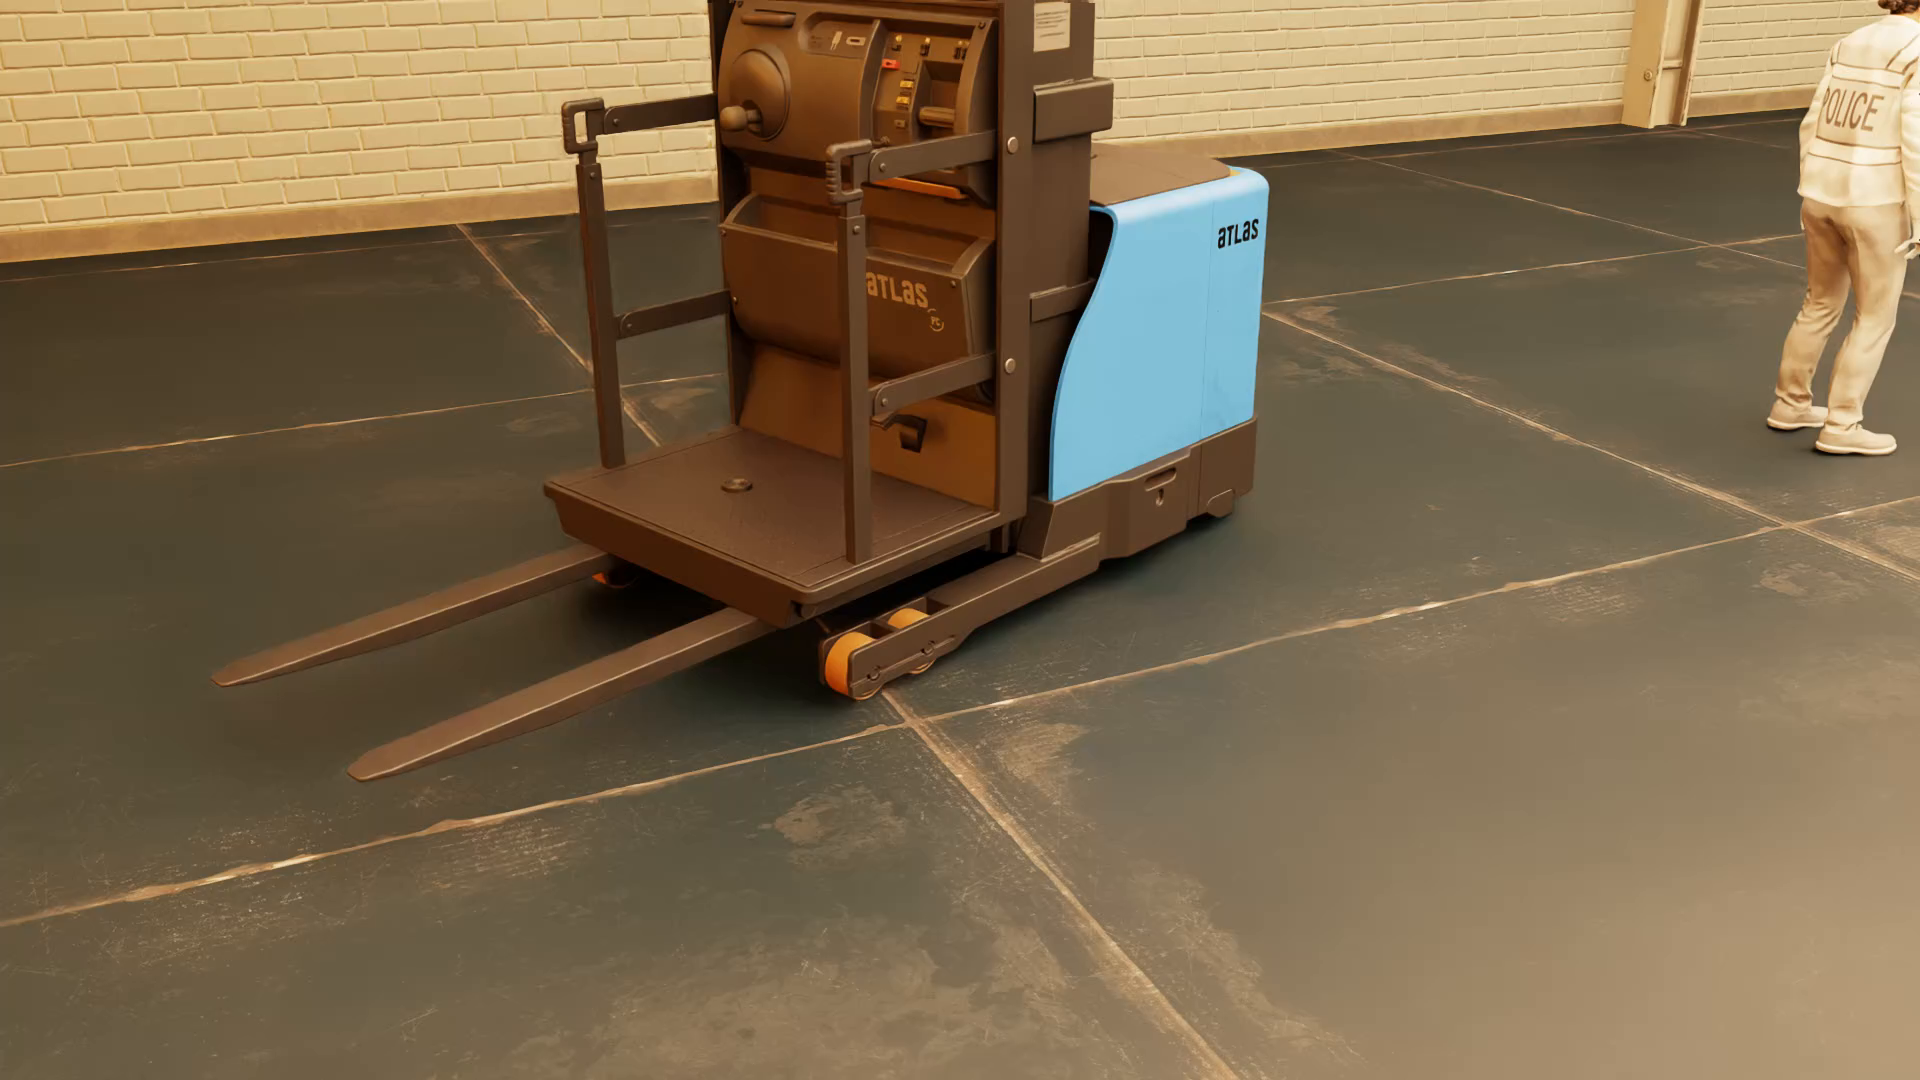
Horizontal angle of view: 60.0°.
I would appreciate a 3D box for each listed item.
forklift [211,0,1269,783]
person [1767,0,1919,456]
[{"bbox_3d":[-0.430,-1.175,4.115,1.130,2.935,3.031,19,29,39],"label":"forklift"},{"bbox_3d":[3.085,-1.136,5.685,0.373,1.666,0.532,-7,23,-16],"label":"person"}]
